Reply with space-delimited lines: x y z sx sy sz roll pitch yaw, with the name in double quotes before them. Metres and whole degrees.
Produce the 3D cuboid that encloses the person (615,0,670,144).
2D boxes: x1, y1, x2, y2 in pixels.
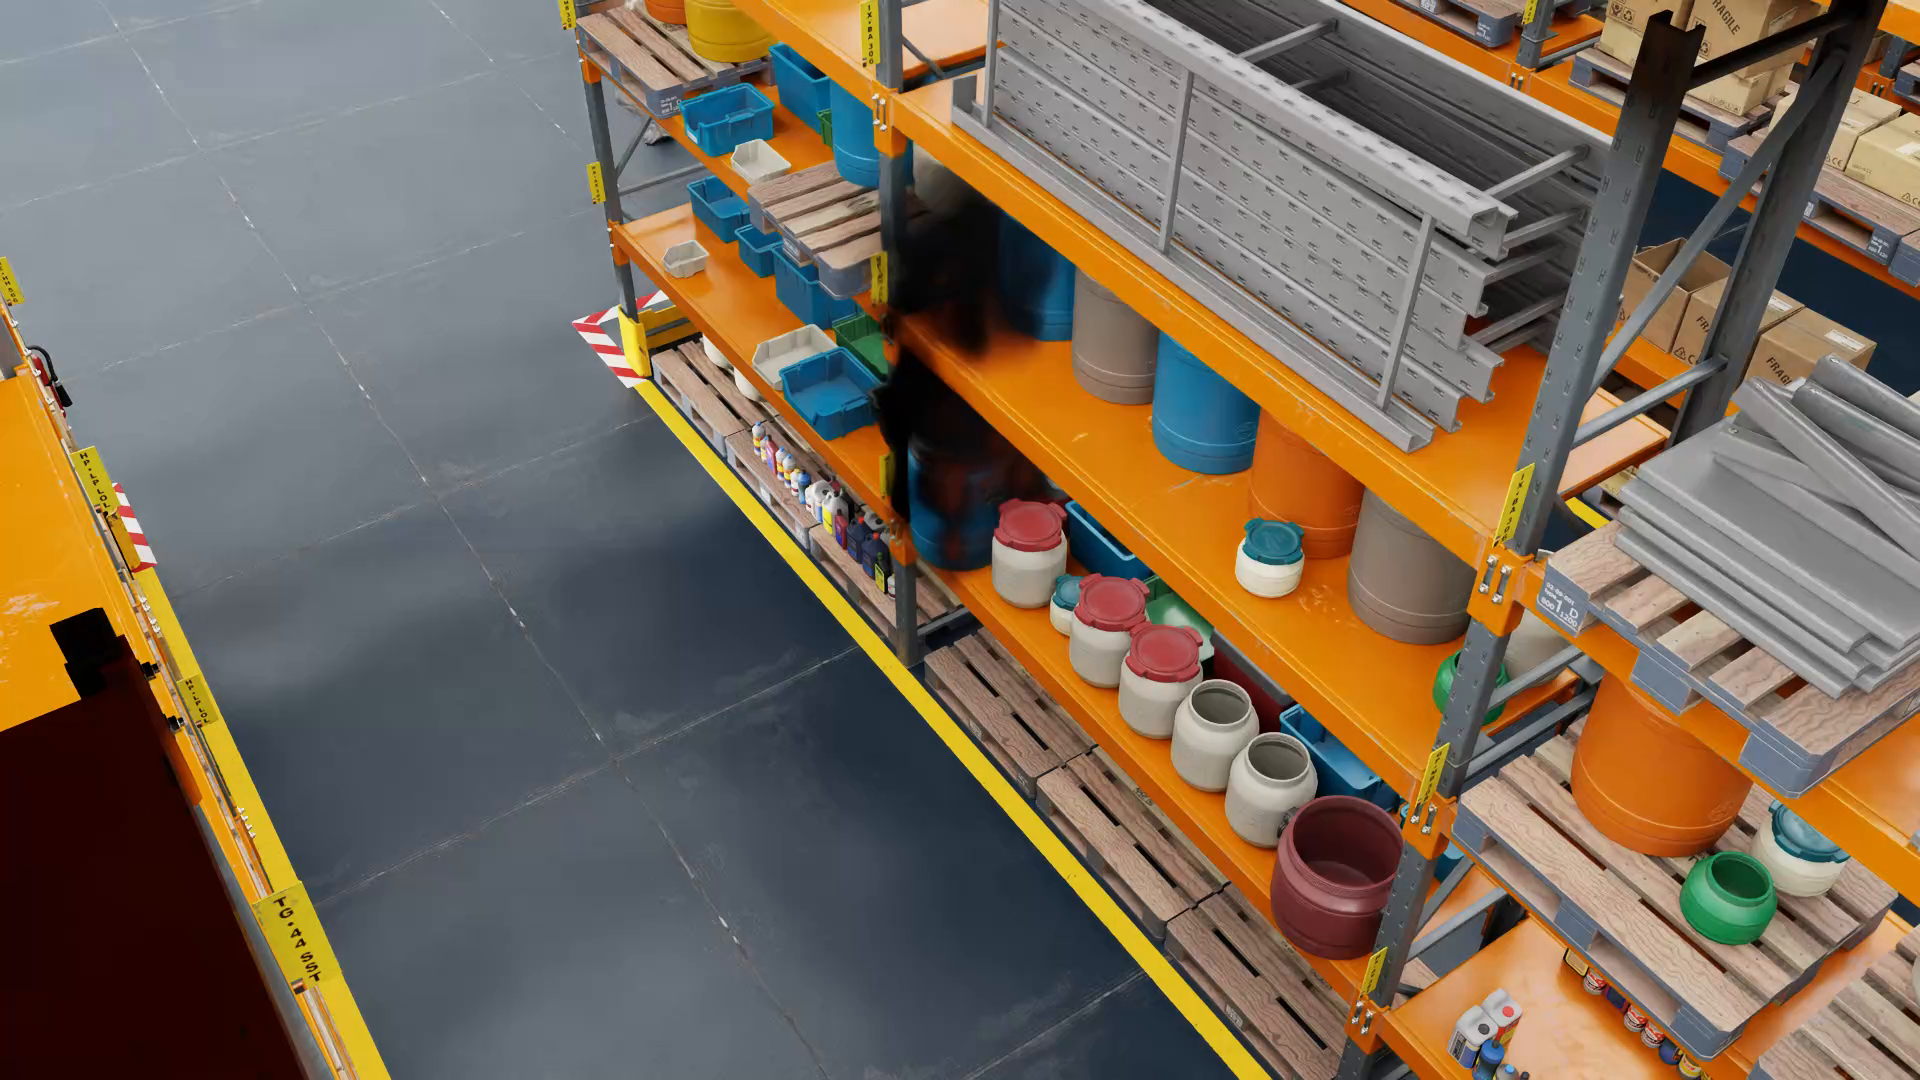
"person" -3.021 -4.438 15.341 0.577 1.666 0.599 -8 43 -8
